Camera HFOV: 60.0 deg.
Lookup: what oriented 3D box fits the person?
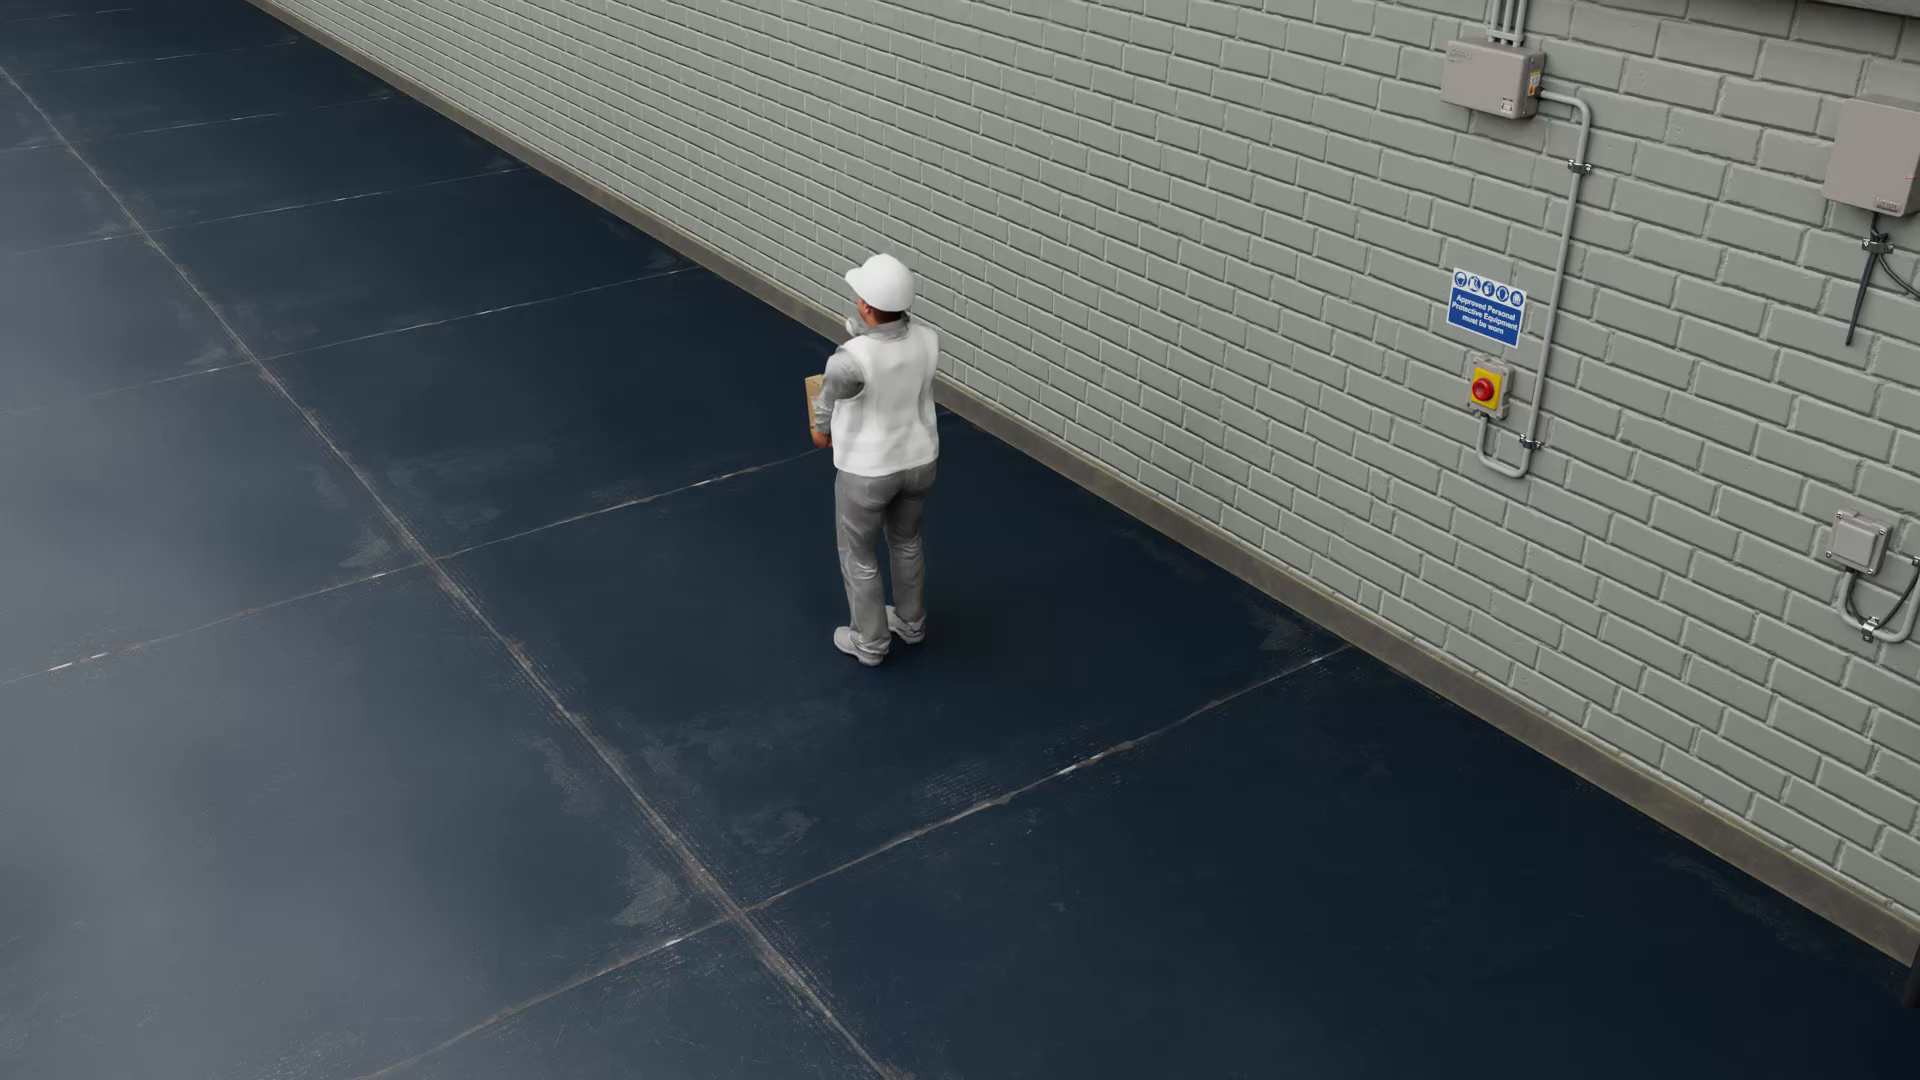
[{"bbox_3d":[-0.368,-0.350,6.752,0.494,1.763,0.557,-18,33,-30],"label":"person"}]
